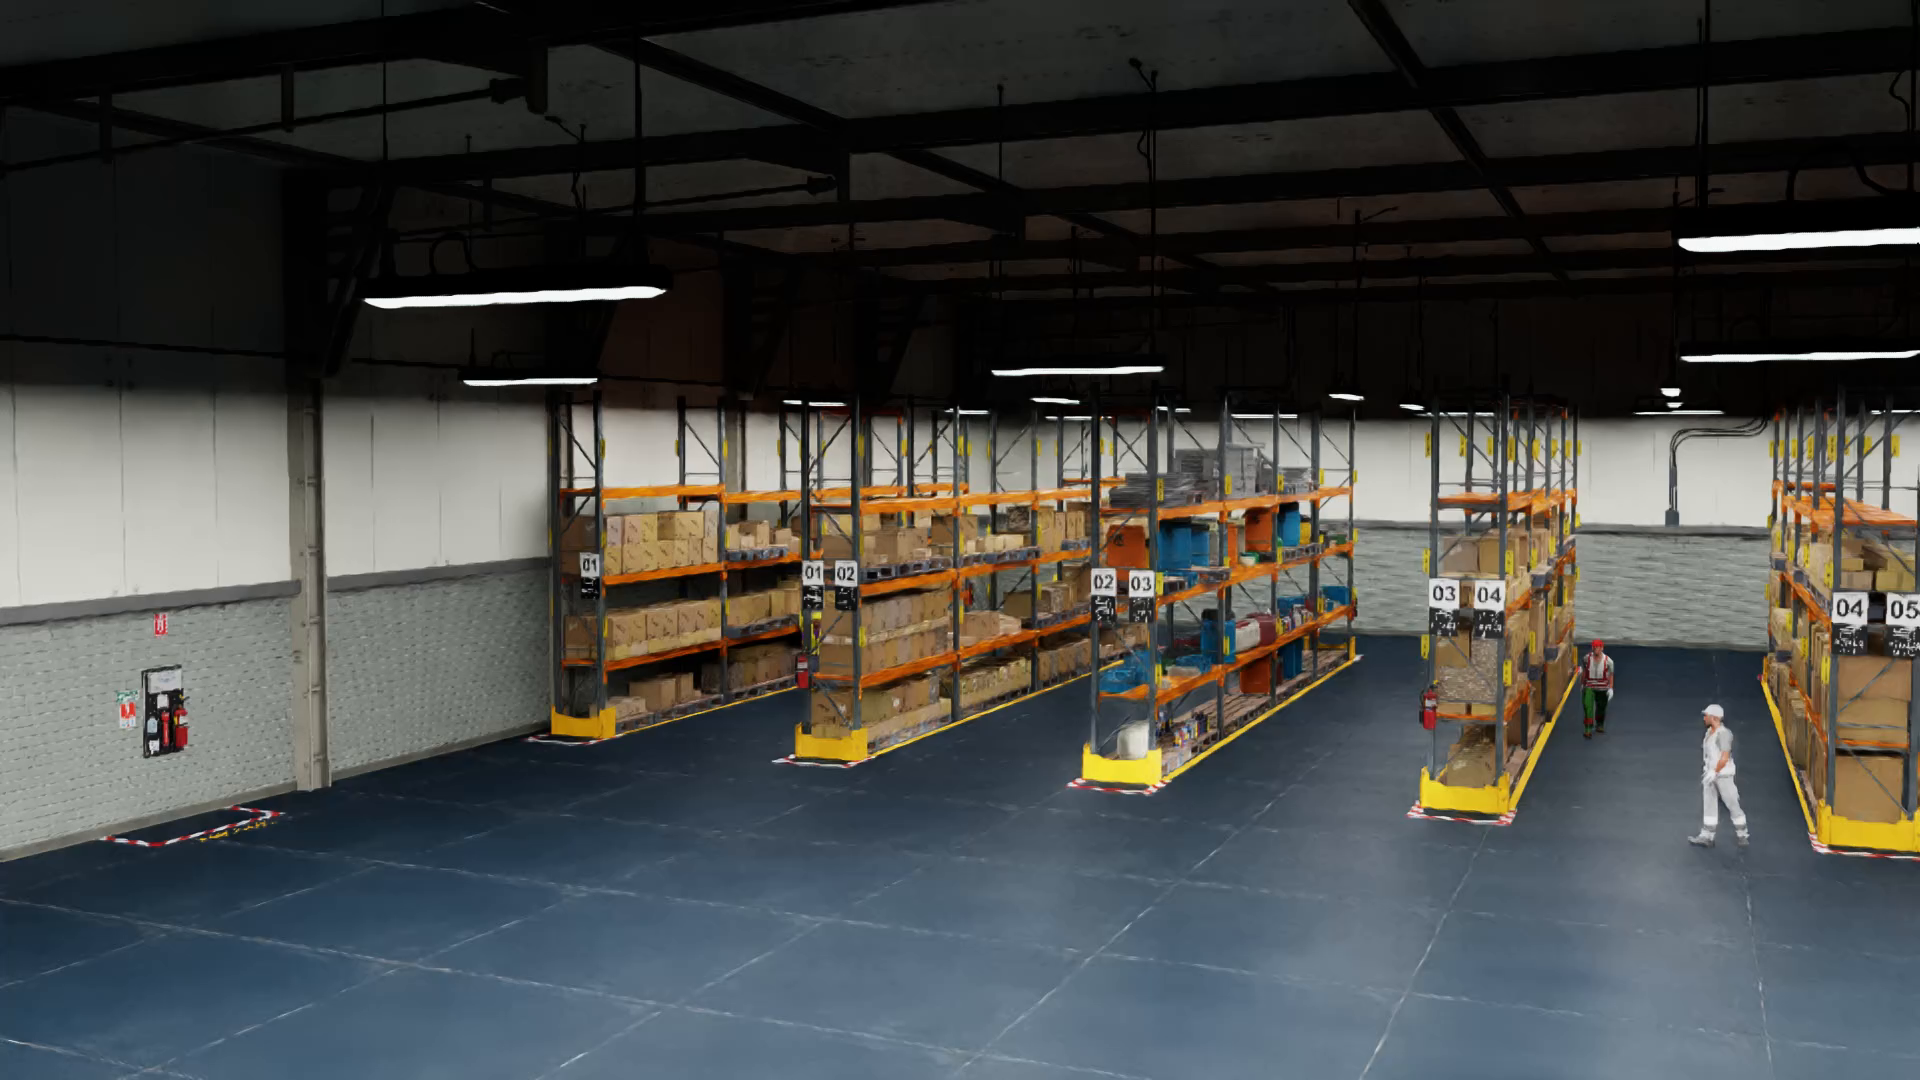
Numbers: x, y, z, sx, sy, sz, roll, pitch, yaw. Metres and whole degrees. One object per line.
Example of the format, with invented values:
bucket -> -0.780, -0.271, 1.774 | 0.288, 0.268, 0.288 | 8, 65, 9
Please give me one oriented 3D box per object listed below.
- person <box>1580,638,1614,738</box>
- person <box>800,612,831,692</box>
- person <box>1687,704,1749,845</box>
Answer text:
person -> 11.009, 2.545, 28.741 | 0.550, 1.709, 1.128 | 1, 3, 21
person -> -2.865, 2.286, 33.703 | 0.710, 1.702, 0.836 | 0, 3, 7
person -> 9.579, 2.962, 20.960 | 0.711, 1.786, 0.551 | 0, 3, -5
